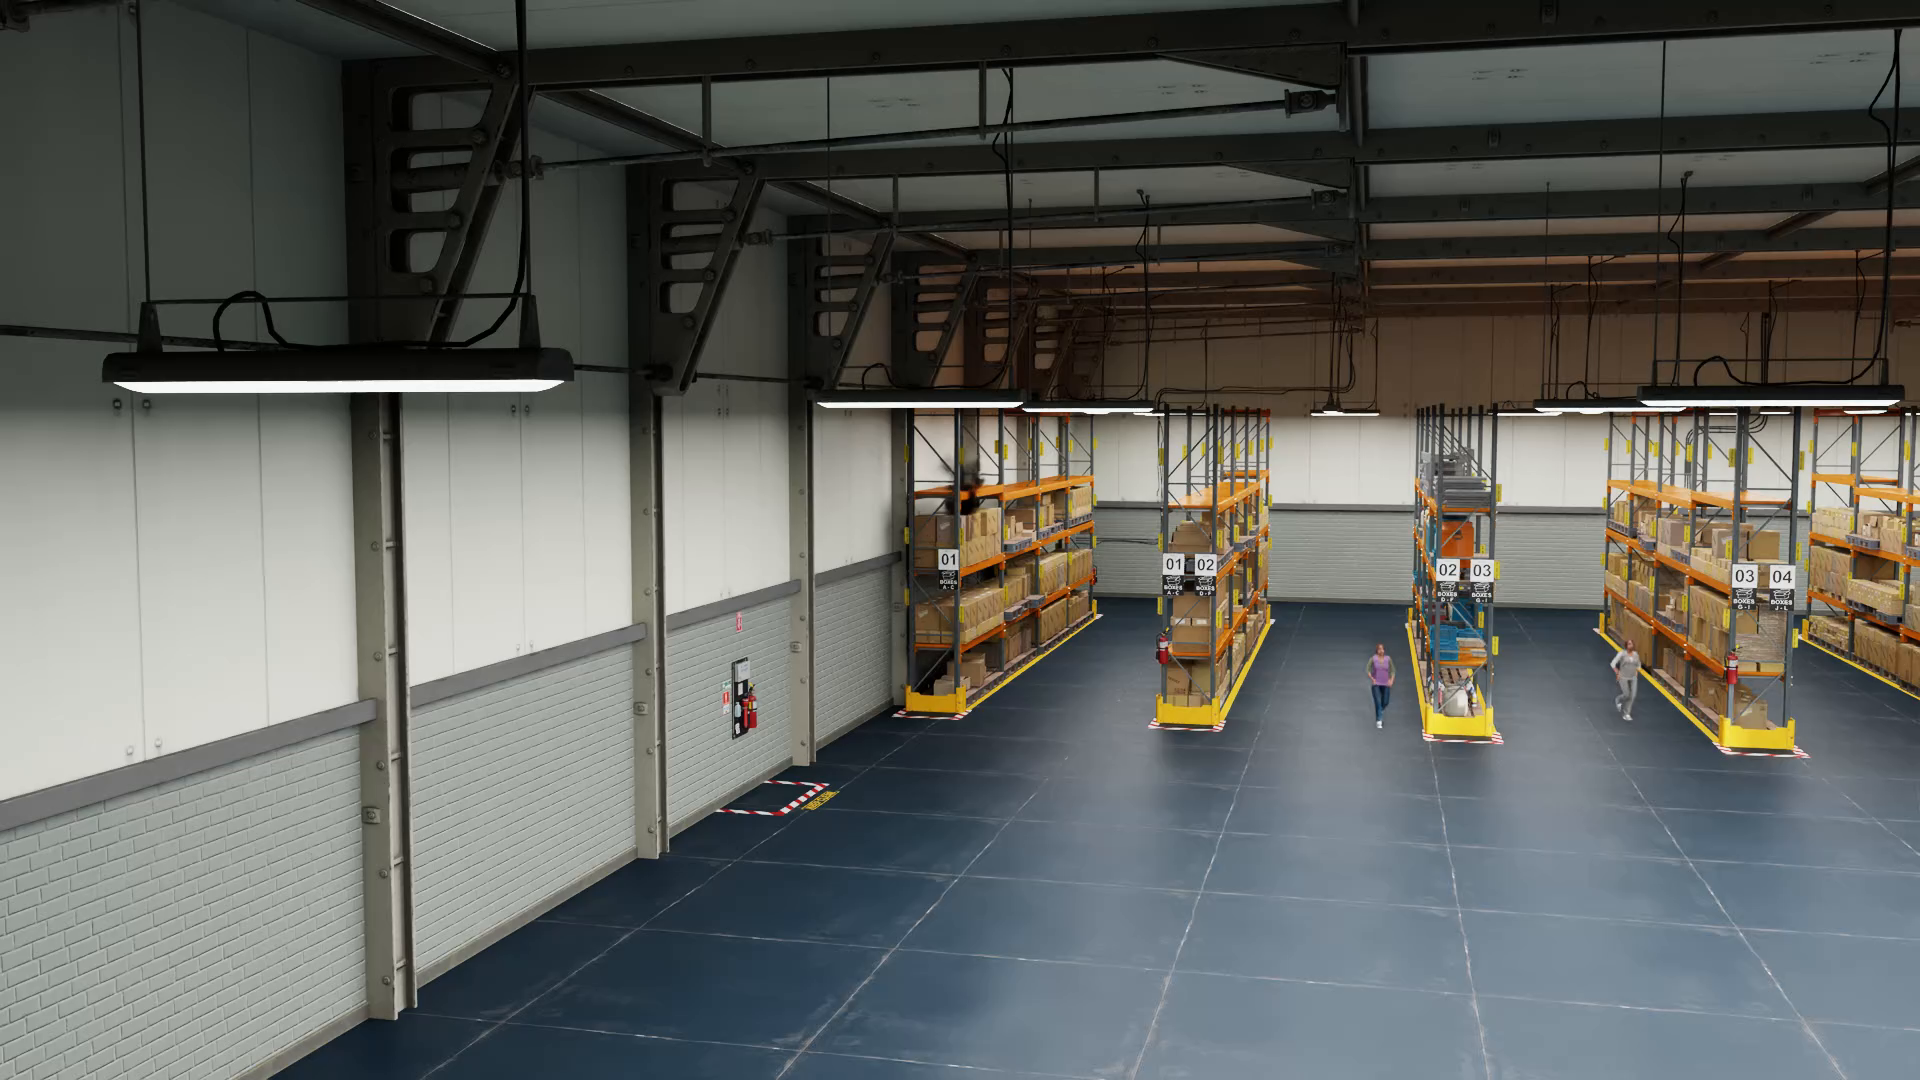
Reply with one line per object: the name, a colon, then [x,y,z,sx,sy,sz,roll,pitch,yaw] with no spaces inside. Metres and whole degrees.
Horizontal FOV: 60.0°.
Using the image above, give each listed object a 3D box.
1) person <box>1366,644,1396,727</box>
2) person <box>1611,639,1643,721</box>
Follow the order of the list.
person: [7.830,2.706,30.928,0.568,1.546,0.572,0,4,5]
person: [12.688,2.650,31.558,0.545,1.554,0.544,0,4,-2]
